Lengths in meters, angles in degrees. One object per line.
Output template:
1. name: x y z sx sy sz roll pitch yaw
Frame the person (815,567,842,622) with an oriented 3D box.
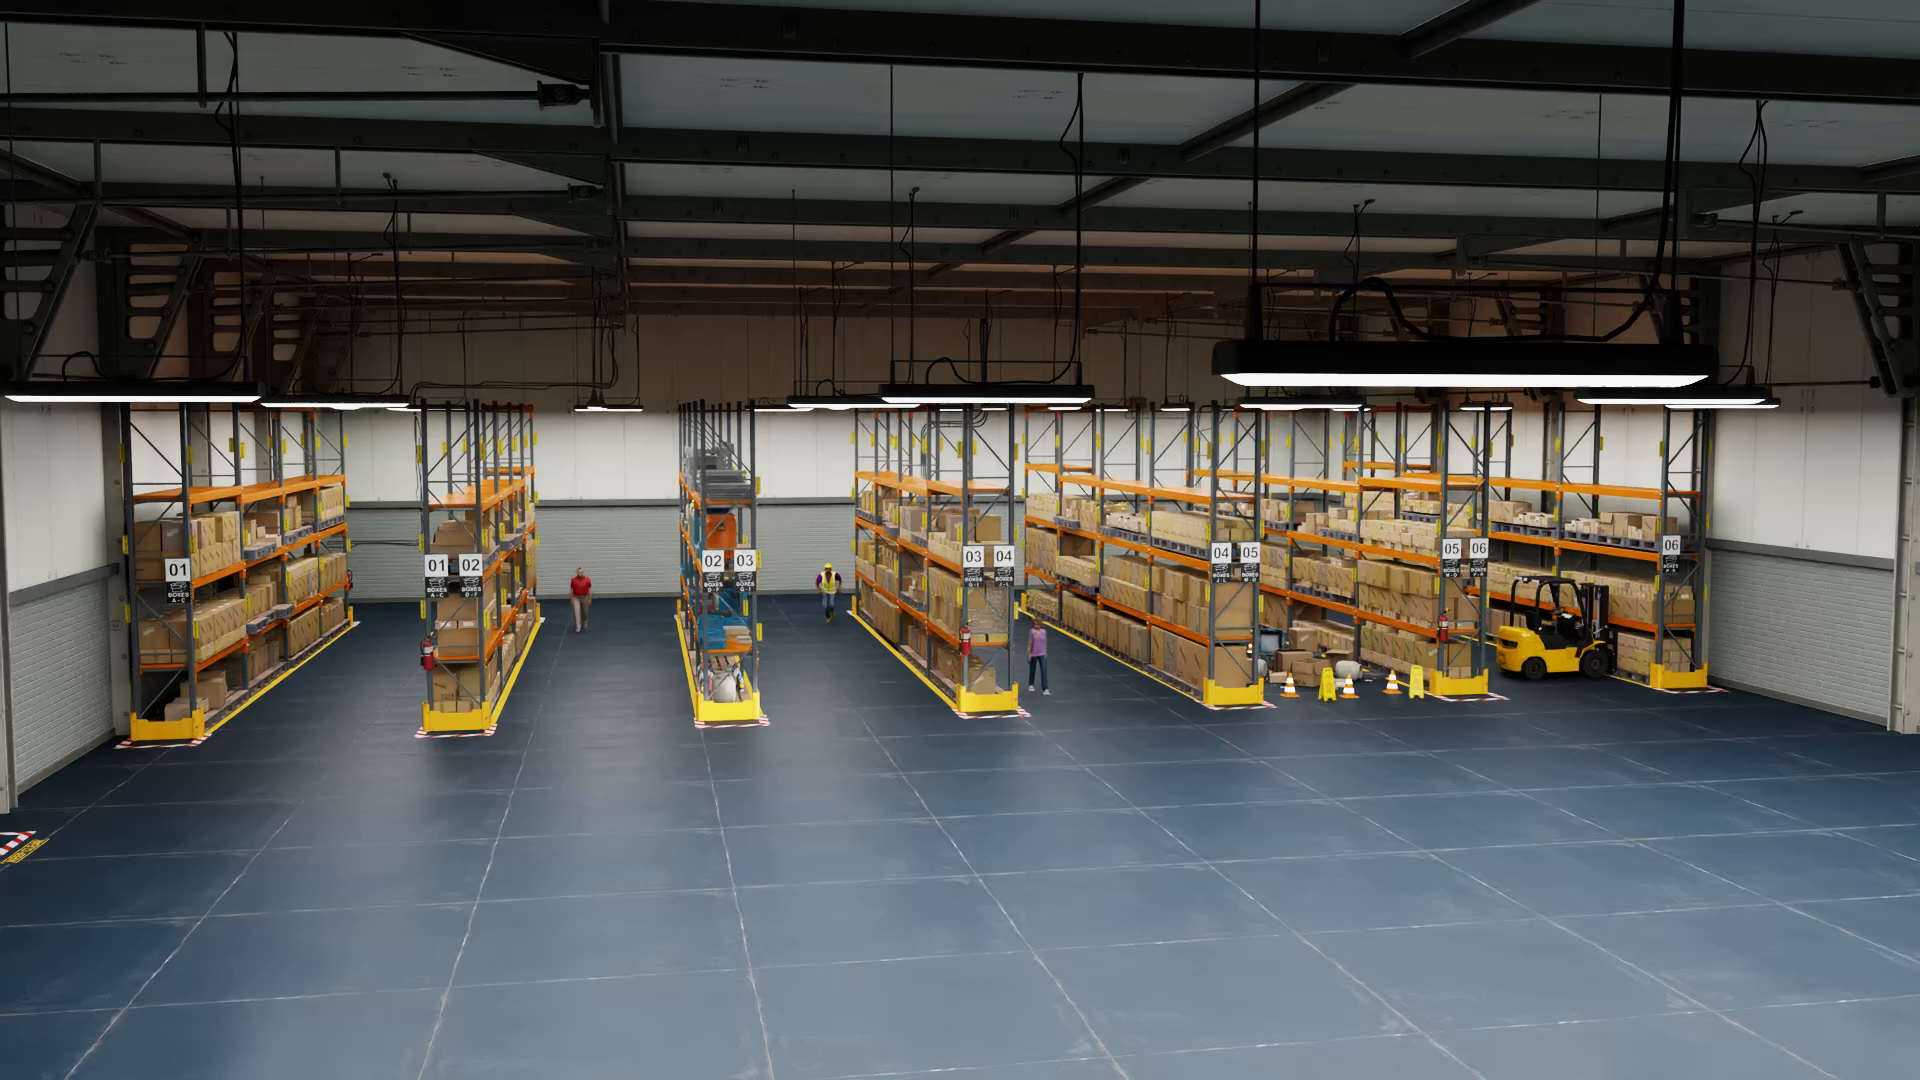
1. person: -3.598 1.470 45.621 0.719 1.628 0.686 0 4 0

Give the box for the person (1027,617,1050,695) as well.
1. person: 1.597 2.364 34.063 0.437 1.557 0.817 0 4 -5

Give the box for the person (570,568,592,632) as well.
1. person: -10.011 1.560 43.938 0.547 1.670 0.939 -1 4 -14
